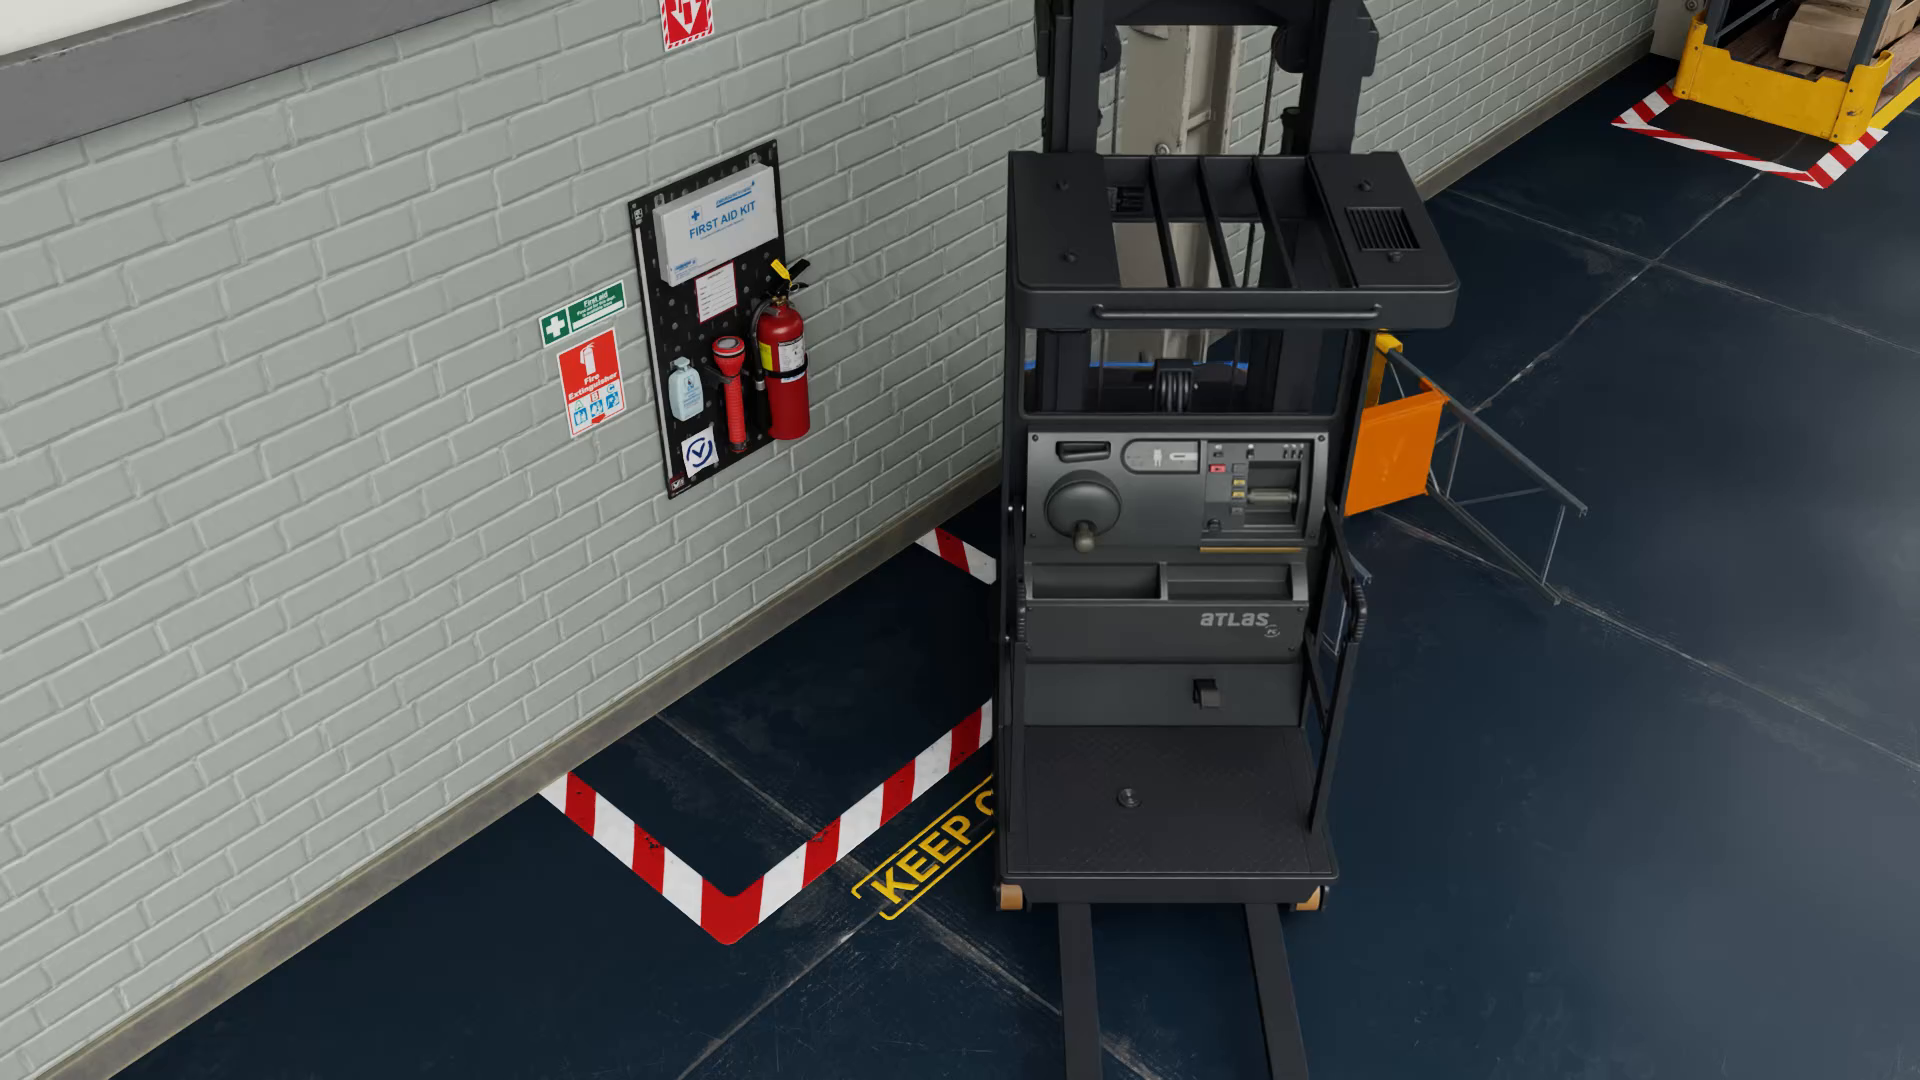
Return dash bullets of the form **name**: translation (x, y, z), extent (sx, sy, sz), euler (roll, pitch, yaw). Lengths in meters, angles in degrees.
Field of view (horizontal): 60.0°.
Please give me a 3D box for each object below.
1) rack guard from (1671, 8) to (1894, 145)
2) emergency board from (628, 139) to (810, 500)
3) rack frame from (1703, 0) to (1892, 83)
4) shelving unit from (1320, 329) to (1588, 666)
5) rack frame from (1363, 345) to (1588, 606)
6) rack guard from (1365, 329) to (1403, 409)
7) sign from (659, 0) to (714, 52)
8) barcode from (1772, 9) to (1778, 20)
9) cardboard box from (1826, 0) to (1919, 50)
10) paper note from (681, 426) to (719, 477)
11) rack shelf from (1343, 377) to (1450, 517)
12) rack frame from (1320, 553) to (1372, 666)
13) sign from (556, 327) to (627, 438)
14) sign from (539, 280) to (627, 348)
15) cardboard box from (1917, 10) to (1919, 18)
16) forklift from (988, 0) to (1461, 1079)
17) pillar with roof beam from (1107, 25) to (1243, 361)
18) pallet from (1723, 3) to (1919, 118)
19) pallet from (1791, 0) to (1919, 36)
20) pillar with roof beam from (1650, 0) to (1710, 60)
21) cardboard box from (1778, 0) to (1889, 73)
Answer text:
- **rack guard**: translation (5.203, -2.960, 10.571), extent (1.175, 0.500, 0.348), euler (30, 47, 32)
- **emergency board**: translation (-0.758, -0.713, 5.736), extent (0.194, 1.169, 0.643), euler (30, 47, 32)
- **rack frame**: translation (5.152, -3.904, 9.749), extent (1.000, 3.000, 0.127), euler (30, 47, 32)
- **shelving unit**: translation (1.685, -0.228, 7.044), extent (1.083, 0.587, 1.500), euler (-16, 41, -19)
- **rack frame**: translation (2.140, -0.355, 7.204), extent (0.032, 0.500, 1.500), euler (-16, 41, -19)
- **rack guard**: translation (1.883, -0.710, 7.650), extent (0.087, 0.587, 0.250), euler (-16, 41, -19)
- **sign**: translation (-0.837, -1.658, 5.063), extent (0.001, 0.298, 0.199), euler (30, 47, 32)
- **barcode**: translation (5.402, -3.483, 11.020), extent (0.001, 0.075, 0.075), euler (30, 47, 32)
- **cardboard box**: translation (6.070, -3.565, 11.131), extent (0.500, 0.311, 0.500), euler (-30, 47, -32)
- **paper note**: translation (-0.928, -0.316, 5.945), extent (0.016, 0.148, 0.142), euler (30, 47, 32)
- **rack shelf**: translation (1.603, -0.328, 7.170), extent (1.000, 0.538, 0.185), euler (-16, 41, -19)
- **rack frame**: translation (1.213, -0.096, 6.878), extent (0.032, 0.500, 1.500), euler (-16, 41, -19)
- **sign**: translation (-1.207, -0.516, 5.460), extent (0.001, 0.329, 0.234), euler (30, 47, 32)
- **sign**: translation (-1.197, -0.722, 5.293), extent (0.001, 0.109, 0.331), euler (30, 47, 32)
- **cardboard box**: translation (6.601, -3.955, 11.469), extent (0.700, 0.500, 0.500), euler (27, 46, 29)
- **forklift**: translation (0.673, -0.083, 5.000), extent (1.130, 2.935, 3.031), euler (0, 38, 0)
- **pillar with roof beam**: translation (4.115, -2.372, 3.003), extent (9.100, 9.000, 0.400), euler (30, 47, 32)
- **pallet**: translation (5.777, -3.205, 11.112), extent (1.003, 0.211, 1.213), euler (30, 47, 32)
- **pallet**: translation (6.600, -3.763, 11.813), extent (1.003, 0.211, 1.213), euler (30, 47, 32)
- **pillar with roof beam**: translation (8.163, -5.129, 6.470), extent (9.100, 9.000, 0.400), euler (30, 47, 32)
- **cardboard box**: translation (5.685, -3.304, 10.801), extent (0.500, 0.311, 0.500), euler (24, 44, 27)
